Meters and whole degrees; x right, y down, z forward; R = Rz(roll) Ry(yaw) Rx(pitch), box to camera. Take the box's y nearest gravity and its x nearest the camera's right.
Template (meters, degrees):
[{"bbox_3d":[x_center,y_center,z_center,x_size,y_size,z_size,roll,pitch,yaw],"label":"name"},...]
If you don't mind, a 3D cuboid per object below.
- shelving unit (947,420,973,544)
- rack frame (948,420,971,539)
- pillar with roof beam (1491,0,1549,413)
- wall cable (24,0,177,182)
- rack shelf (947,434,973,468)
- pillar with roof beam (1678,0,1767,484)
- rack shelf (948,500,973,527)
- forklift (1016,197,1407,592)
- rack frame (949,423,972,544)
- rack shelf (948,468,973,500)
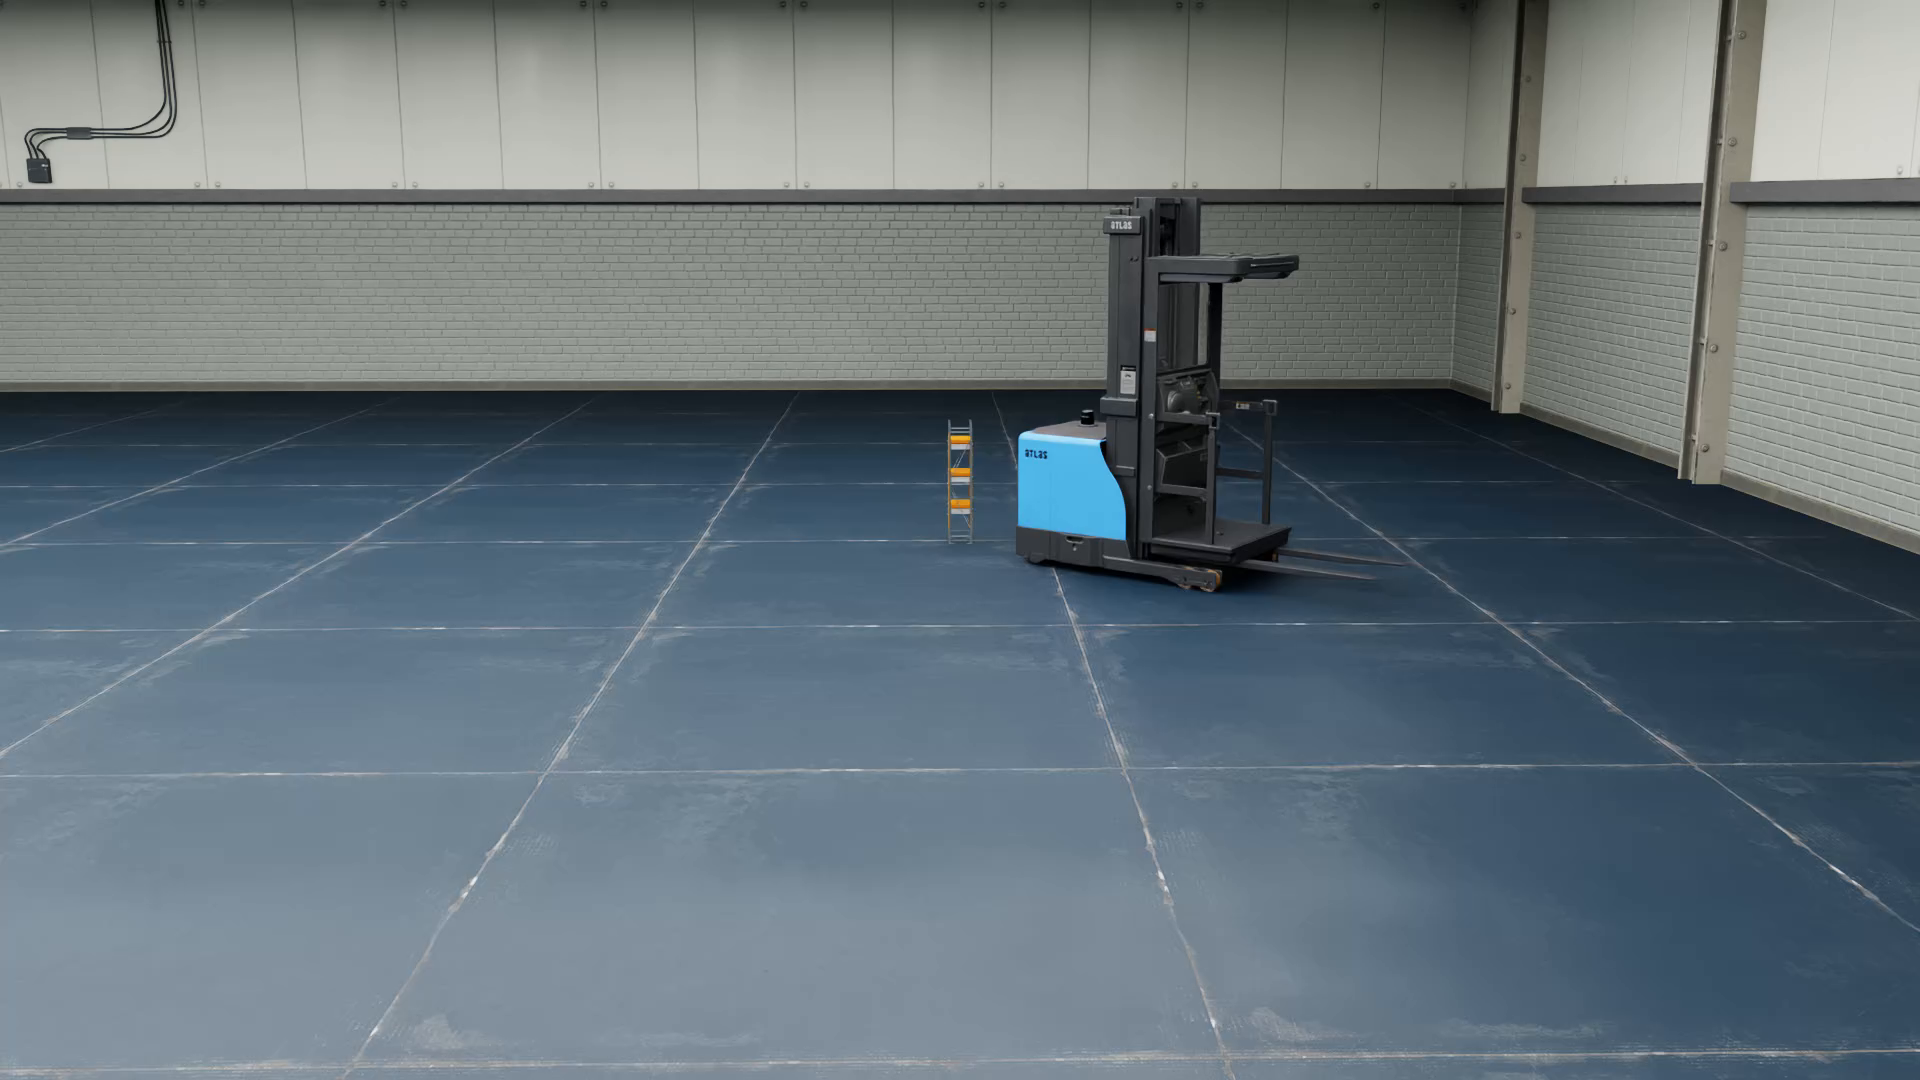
[{"bbox_3d":[0.001,-0.504,14.402,0.215,1.050,0.252,0,11,-1],"label":"shelving unit"},{"bbox_3d":[-0.001,-0.528,14.522,0.200,1.050,0.008,0,11,-1],"label":"rack frame"},{"bbox_3d":[3.425,-6.211,22.543,9.100,9.000,0.400,0,11,-1],"label":"pillar with roof beam"},{"bbox_3d":[-13.011,-8.393,24.744,2.305,6.003,0.169,0,11,-1],"label":"wall cable"},{"bbox_3d":[0.001,-0.772,14.348,0.215,0.259,0.240,0,11,-1],"label":"rack shelf"},{"bbox_3d":[3.549,-5.019,16.664,9.100,9.000,0.400,0,11,-1],"label":"pillar with roof beam"},{"bbox_3d":[0.001,-0.221,14.460,0.215,0.259,0.240,0,11,-1],"label":"rack shelf"},{"bbox_3d":[1.956,-1.161,12.909,3.031,2.935,1.130,8,14,35],"label":"forklift"},{"bbox_3d":[0.004,-0.480,14.283,0.200,1.050,0.008,0,11,-1],"label":"rack frame"},{"bbox_3d":[0.001,-0.494,14.404,0.215,0.259,0.240,0,11,-1],"label":"rack shelf"}]
